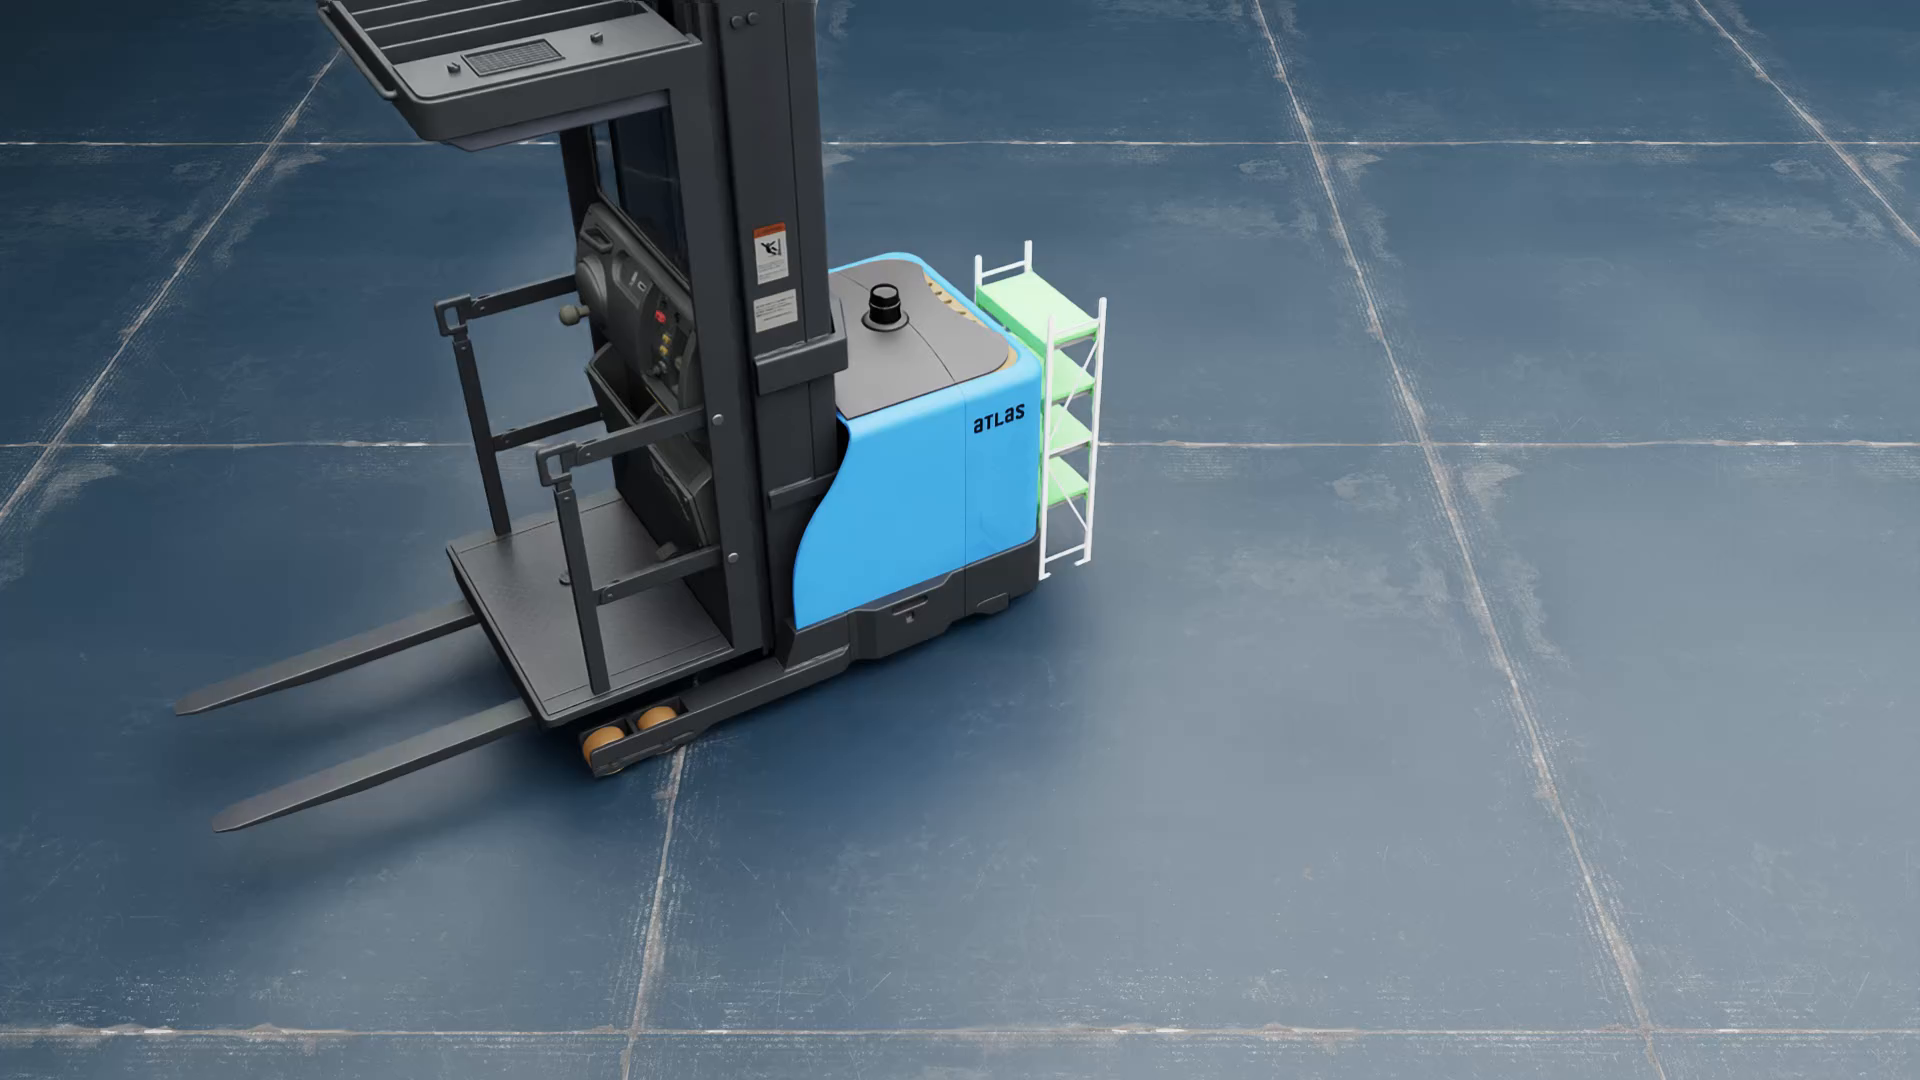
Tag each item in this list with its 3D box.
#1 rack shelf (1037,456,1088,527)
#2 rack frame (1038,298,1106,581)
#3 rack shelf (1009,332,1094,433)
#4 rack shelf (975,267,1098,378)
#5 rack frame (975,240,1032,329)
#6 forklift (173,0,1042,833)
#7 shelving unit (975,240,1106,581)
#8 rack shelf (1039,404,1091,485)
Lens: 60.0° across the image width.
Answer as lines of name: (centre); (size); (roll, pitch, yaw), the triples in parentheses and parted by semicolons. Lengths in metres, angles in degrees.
rack shelf: (0.287, -0.245, 6.582); (0.258, 0.148, 0.480); (-21, 43, -24)
rack frame: (0.413, -0.351, 6.228); (0.240, 1.200, 0.015); (-21, 43, -24)
rack shelf: (0.287, -0.619, 6.282); (0.258, 0.148, 0.480); (-21, 43, -24)
rack shelf: (0.287, -0.807, 6.132); (0.258, 0.148, 0.480); (-21, 43, -24)
rack frame: (0.162, -0.613, 6.555); (0.240, 1.200, 0.015); (-21, 43, -24)
forklift: (-1.226, -0.713, 5.296); (3.031, 2.935, 1.130); (-21, 43, -24)
shelving unit: (0.287, -0.482, 6.392); (0.258, 1.200, 0.503); (-21, 43, -24)
rack shelf: (0.287, -0.432, 6.432); (0.258, 0.148, 0.480); (-21, 43, -24)
